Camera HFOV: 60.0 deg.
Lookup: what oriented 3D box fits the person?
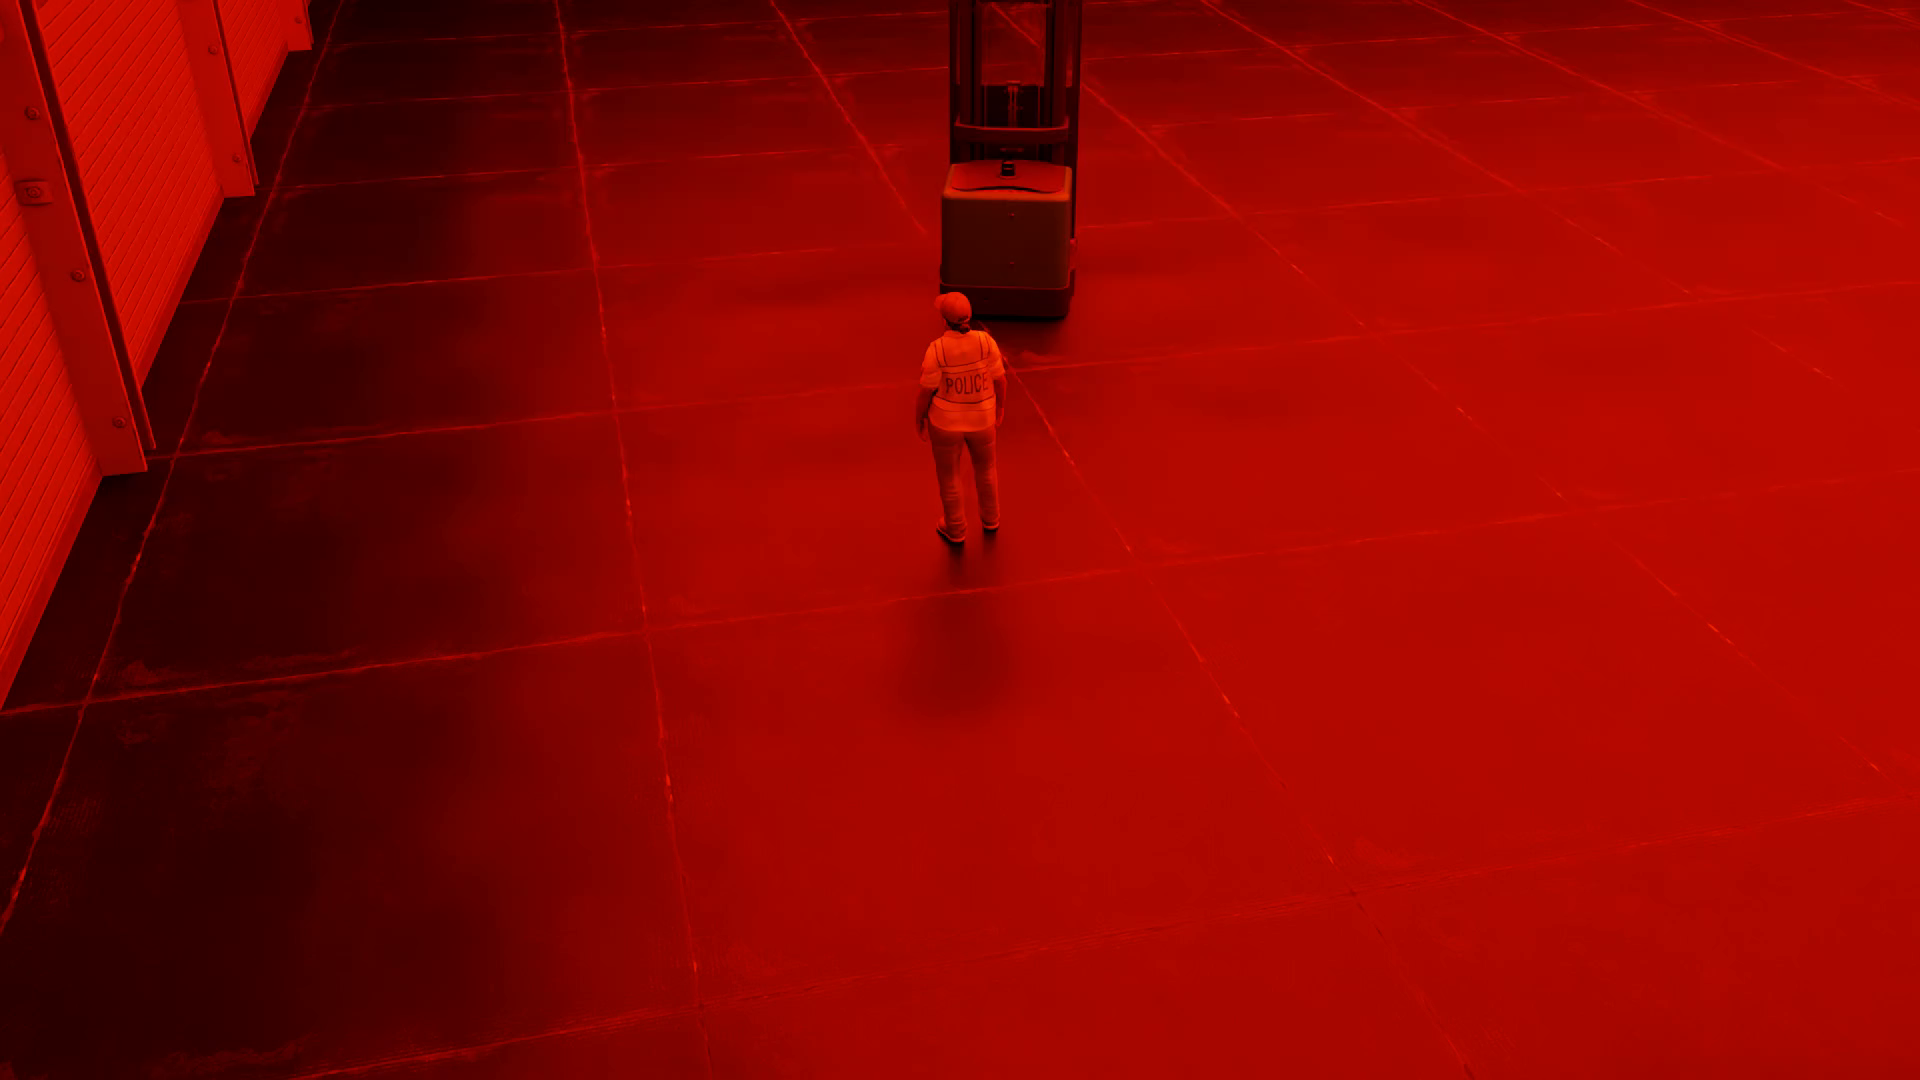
[{"bbox_3d":[0.005,-0.767,10.148,0.598,1.670,0.529,-7,31,-12],"label":"person"}]

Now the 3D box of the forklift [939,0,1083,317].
[{"bbox_3d":[0.476,-3.787,14.116,1.130,2.935,3.031,2,30,4],"label":"forklift"}]
